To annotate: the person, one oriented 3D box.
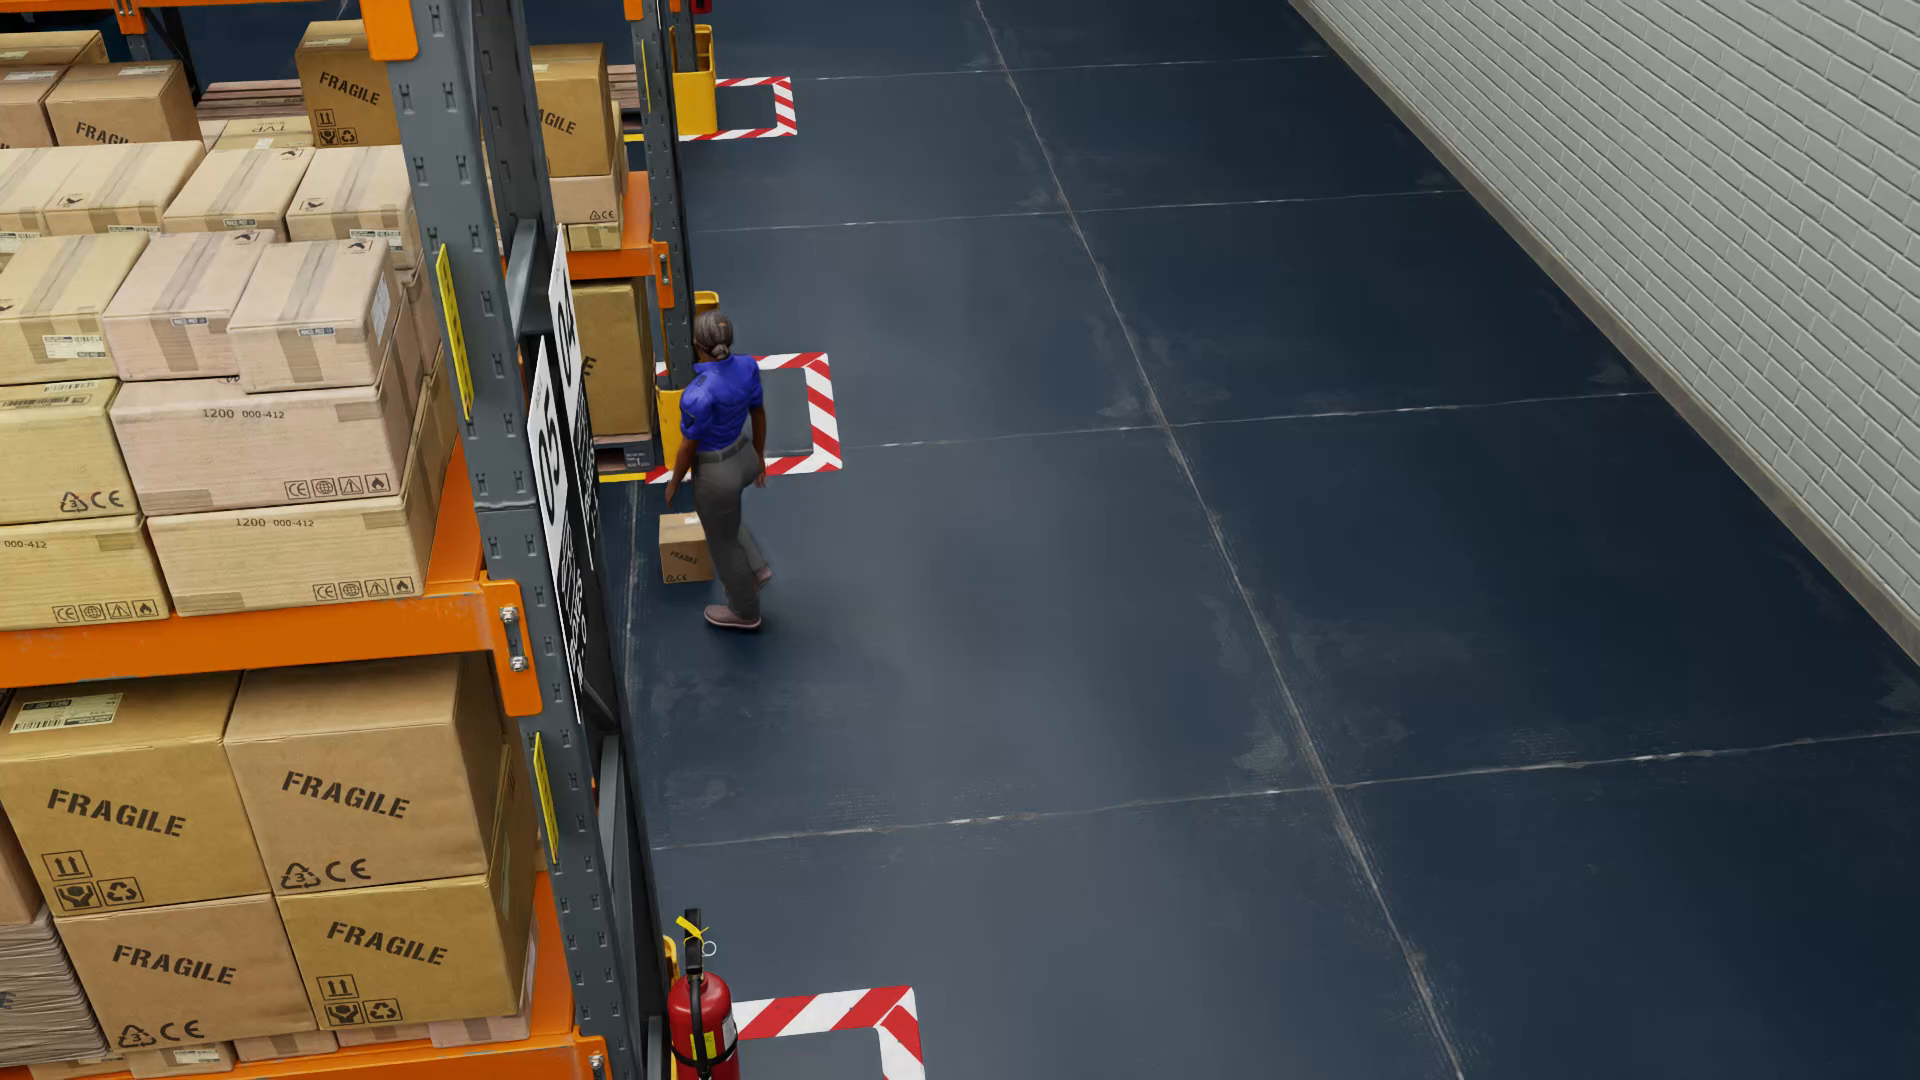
[{"bbox_3d":[-1.128,-0.323,7.567,0.431,1.650,0.451,14,38,20],"label":"person"}]
